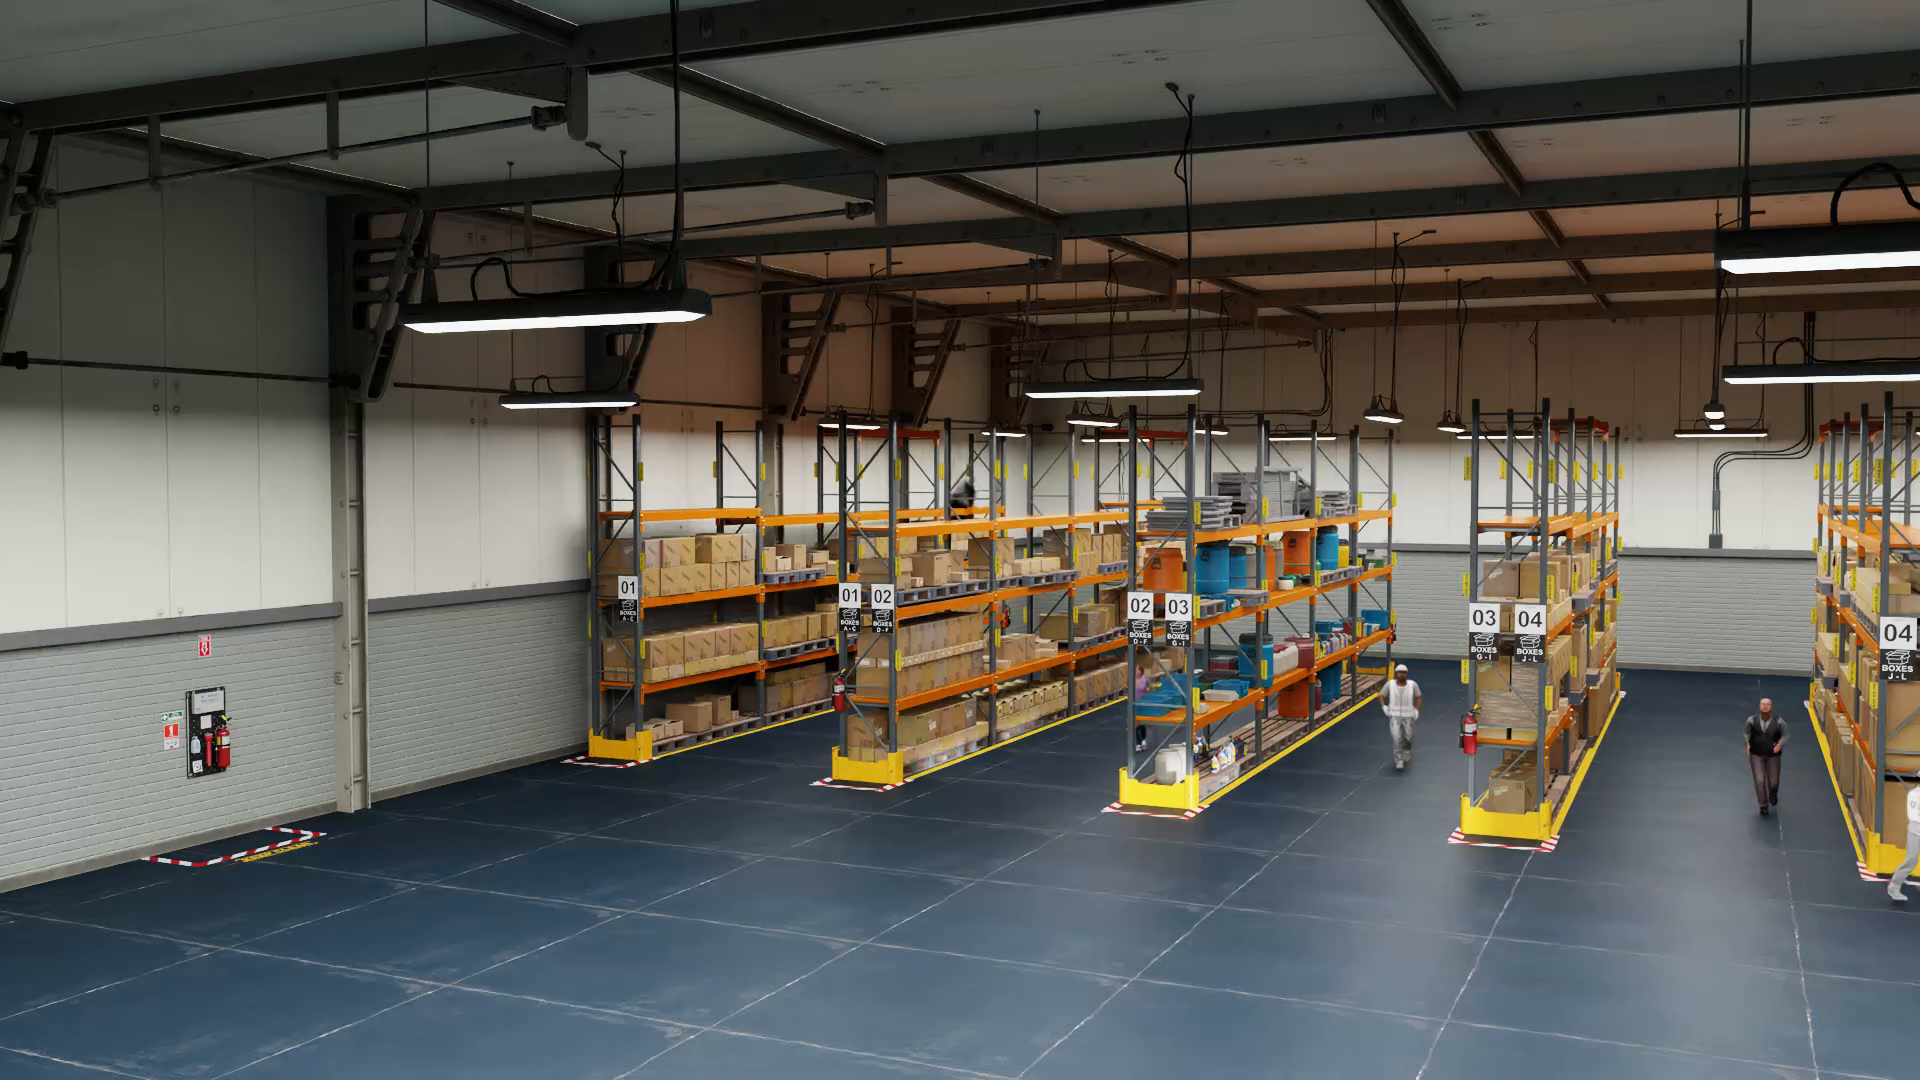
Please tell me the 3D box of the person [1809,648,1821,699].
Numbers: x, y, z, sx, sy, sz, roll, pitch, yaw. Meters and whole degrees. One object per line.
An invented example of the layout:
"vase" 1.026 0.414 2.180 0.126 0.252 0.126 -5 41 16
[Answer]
"person" 18.898 2.653 36.228 0.653 1.789 0.697 1 3 22

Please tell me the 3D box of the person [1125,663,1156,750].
"person" 3.177 2.988 29.641 0.522 1.559 0.555 1 3 21

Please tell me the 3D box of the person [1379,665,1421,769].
"person" 7.441 2.969 28.130 0.703 1.745 0.596 1 2 13

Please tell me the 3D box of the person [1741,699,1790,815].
"person" 11.801 3.157 24.374 0.652 1.680 0.640 1 3 30

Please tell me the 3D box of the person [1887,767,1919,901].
"person" 11.022 3.372 18.960 0.626 1.698 0.842 0 2 -10
